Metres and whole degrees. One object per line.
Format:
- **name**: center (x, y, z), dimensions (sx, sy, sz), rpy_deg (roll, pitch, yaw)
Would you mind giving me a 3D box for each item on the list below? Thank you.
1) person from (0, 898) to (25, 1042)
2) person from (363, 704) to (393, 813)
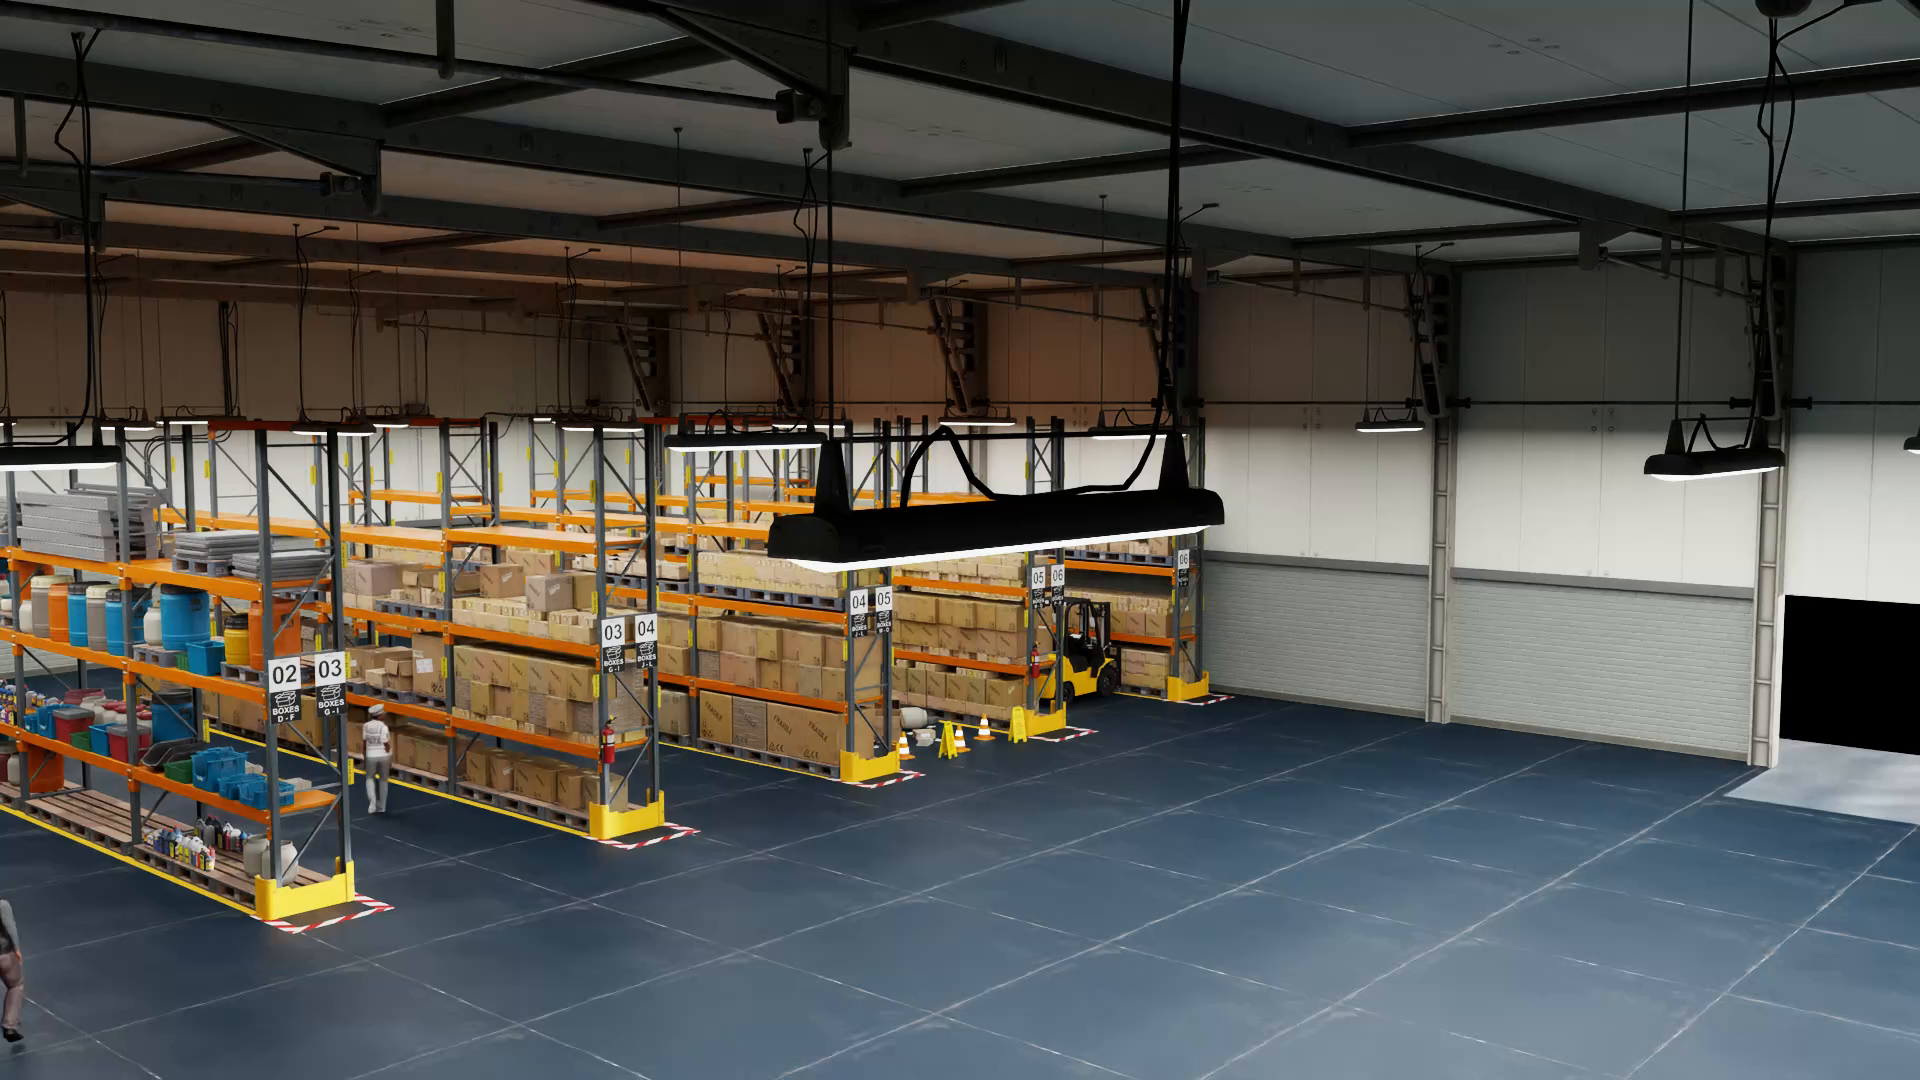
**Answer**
- **person**: center (-9.526, 4.101, 16.250), dimensions (0.623, 1.724, 0.407), rpy_deg (-2, 5, -19)
- **person**: center (-8.941, 3.357, 25.529), dimensions (0.445, 1.681, 0.511), rpy_deg (-1, 5, -15)
